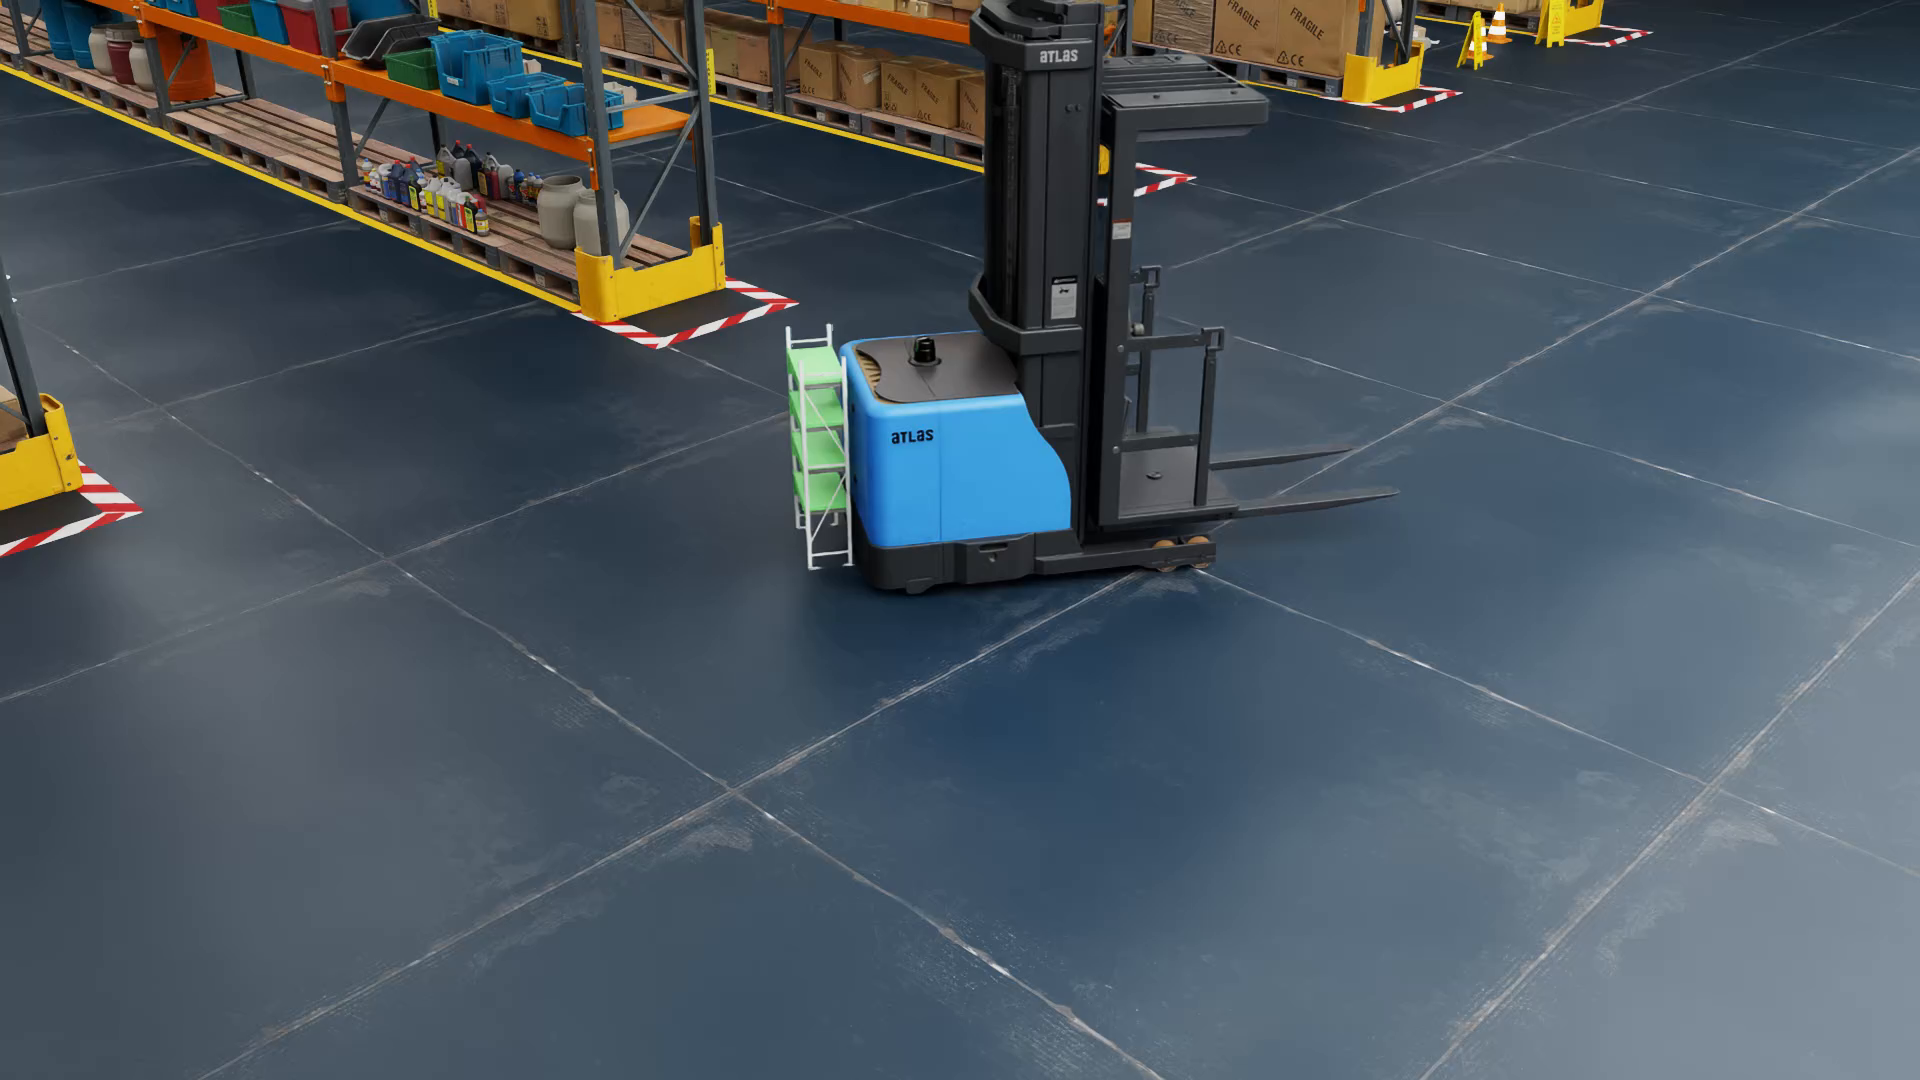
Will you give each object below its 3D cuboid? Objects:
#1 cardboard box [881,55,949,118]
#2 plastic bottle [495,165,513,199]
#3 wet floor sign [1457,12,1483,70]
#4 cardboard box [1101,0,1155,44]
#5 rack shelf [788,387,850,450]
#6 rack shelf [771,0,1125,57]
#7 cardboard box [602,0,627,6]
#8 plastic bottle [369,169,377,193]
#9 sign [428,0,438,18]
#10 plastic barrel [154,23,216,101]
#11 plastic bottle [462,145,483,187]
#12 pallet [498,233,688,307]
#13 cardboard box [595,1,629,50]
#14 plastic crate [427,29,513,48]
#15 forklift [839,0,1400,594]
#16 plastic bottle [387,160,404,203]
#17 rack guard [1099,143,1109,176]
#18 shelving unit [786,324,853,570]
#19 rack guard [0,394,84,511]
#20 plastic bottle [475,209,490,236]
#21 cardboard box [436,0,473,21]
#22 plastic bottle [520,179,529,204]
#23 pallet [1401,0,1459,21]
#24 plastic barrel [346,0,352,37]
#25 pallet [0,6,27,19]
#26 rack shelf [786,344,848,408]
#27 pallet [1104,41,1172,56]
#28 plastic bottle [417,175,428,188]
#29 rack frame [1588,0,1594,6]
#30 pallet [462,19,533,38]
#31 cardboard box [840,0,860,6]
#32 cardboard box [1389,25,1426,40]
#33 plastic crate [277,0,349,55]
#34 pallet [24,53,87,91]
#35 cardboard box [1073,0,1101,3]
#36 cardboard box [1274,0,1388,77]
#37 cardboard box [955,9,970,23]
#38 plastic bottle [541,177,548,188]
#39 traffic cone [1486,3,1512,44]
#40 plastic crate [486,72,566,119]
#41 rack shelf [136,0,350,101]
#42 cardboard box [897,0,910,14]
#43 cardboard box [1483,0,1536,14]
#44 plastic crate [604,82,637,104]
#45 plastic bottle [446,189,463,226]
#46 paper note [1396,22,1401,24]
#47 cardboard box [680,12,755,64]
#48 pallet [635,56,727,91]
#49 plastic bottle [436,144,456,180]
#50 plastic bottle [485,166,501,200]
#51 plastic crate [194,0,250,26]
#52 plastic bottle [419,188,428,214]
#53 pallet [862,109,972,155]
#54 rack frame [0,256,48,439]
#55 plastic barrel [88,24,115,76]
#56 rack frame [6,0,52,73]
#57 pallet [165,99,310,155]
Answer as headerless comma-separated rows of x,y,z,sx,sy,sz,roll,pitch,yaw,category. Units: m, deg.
-0.461,-4.687,17.175,0.500,0.500,0.500,21,34,34,cardboard box
-3.961,-3.121,14.416,0.152,0.276,0.135,-25,36,-38,plastic bottle
6.180,-6.026,20.016,0.232,0.644,0.267,18,33,30,wet floor sign
2.319,-6.742,20.681,0.875,0.875,0.875,-25,36,-38,cardboard box
-0.752,-0.652,8.821,0.258,0.148,0.480,-6,28,-11,rack shelf
-0.204,-5.141,16.577,4.000,0.370,1.077,25,36,38,rack shelf
-3.984,-6.629,20.041,0.500,0.250,0.500,-24,36,-37,cardboard box
-5.110,-3.142,14.536,0.097,0.201,0.097,0,28,0,plastic bottle
-4.709,-4.770,14.801,0.005,0.325,0.100,25,36,38,sign
-8.316,-5.153,17.707,0.708,0.830,0.600,25,36,38,plastic barrel
-4.304,-3.314,14.702,0.185,0.351,0.144,22,35,36,plastic bottle
-2.913,-2.205,13.217,1.213,0.211,1.003,25,36,38,pallet
-3.991,-6.294,20.209,0.500,0.500,0.700,22,35,36,cardboard box
-4.123,-4.132,14.044,0.616,0.251,0.499,25,36,38,plastic crate
0.906,-1.360,8.687,3.031,2.935,1.130,-6,28,-11,forklift
-4.818,-3.090,14.276,0.144,0.351,0.185,-24,36,-38,plastic bottle
1.168,-3.725,15.798,0.348,0.500,1.175,25,36,38,rack guard
-0.751,-0.496,8.903,0.258,1.200,0.503,-6,28,-11,shelving unit
-5.709,-0.406,9.486,0.348,0.500,1.175,25,36,38,rack guard
-3.867,-2.573,13.455,0.097,0.201,0.097,0,28,0,plastic bottle
-6.226,-7.474,22.074,0.875,0.875,1.225,23,36,37,cardboard box
-3.711,-2.991,14.250,0.097,0.201,0.097,0,28,0,plastic bottle
6.696,-7.561,23.403,1.213,0.211,1.003,25,36,38,pallet
-5.631,-4.914,15.225,0.433,0.535,0.433,0,28,0,plastic barrel
-13.099,-6.868,22.084,1.213,0.211,1.003,25,36,38,pallet
-0.752,-0.864,8.710,0.258,0.148,0.480,-6,28,-11,rack shelf
2.407,-6.217,20.846,1.213,0.211,1.003,25,36,38,pallet
-4.552,-2.957,14.110,0.097,0.271,0.097,0,28,0,plastic bottle
8.170,-8.096,21.423,0.127,3.000,1.000,25,36,38,rack frame
-5.857,-6.863,22.076,1.213,0.211,1.003,25,36,38,pallet
-0.986,-5.499,16.755,0.250,0.149,0.380,25,36,38,cardboard box
5.820,-6.591,21.625,0.380,0.149,0.250,-7,29,-14,cardboard box
-5.662,-4.553,14.617,0.583,0.464,0.402,25,36,38,plastic crate
-10.286,-5.579,19.633,1.213,0.211,1.003,25,36,38,pallet
0.849,-5.171,15.435,0.500,0.500,0.875,25,36,38,cardboard box
4.242,-5.865,19.012,0.875,0.875,0.875,25,37,39,cardboard box
0.165,-5.049,15.898,0.250,0.149,0.380,25,36,38,cardboard box
-3.473,-2.931,14.046,0.061,0.283,0.133,-25,36,-38,plastic bottle
6.959,-6.685,21.467,0.334,0.463,0.336,25,36,38,traffic cone
-3.276,-3.375,12.606,0.408,0.251,0.499,25,36,38,plastic crate
-6.529,-4.803,15.934,4.000,0.370,1.077,25,36,38,rack shelf
-0.399,-5.279,16.337,0.250,0.149,0.380,25,36,38,cardboard box
7.388,-7.247,22.312,0.500,0.250,0.500,24,36,38,cardboard box
-2.663,-3.445,12.863,0.250,0.136,0.298,25,36,38,plastic crate
-4.127,-2.743,13.697,0.135,0.276,0.152,23,36,37,plastic bottle
6.012,-7.028,22.584,0.148,0.019,0.142,12,30,22,paper note
-2.779,-5.752,19.180,0.500,0.500,0.700,21,34,34,cardboard box
-3.060,-5.530,19.539,1.213,0.211,1.003,25,36,38,pallet
-4.542,-3.328,14.730,0.185,0.351,0.144,25,36,38,plastic bottle
-4.035,-3.089,14.347,0.133,0.283,0.061,25,36,38,plastic bottle
-7.017,-5.173,15.796,0.583,0.464,0.402,25,36,38,plastic crate
-4.498,-2.862,14.004,0.097,0.201,0.097,0,28,0,plastic bottle
-0.252,-4.272,17.148,1.213,0.211,1.003,25,36,38,pallet
-5.726,-1.521,8.919,0.127,3.000,1.000,25,36,38,rack frame
-9.586,-5.535,18.776,0.421,0.512,0.421,0,28,0,plastic barrel
-10.807,-7.079,19.489,0.127,3.000,1.000,25,36,38,rack frame
-7.430,-4.274,17.151,1.213,0.211,1.003,25,36,38,pallet
